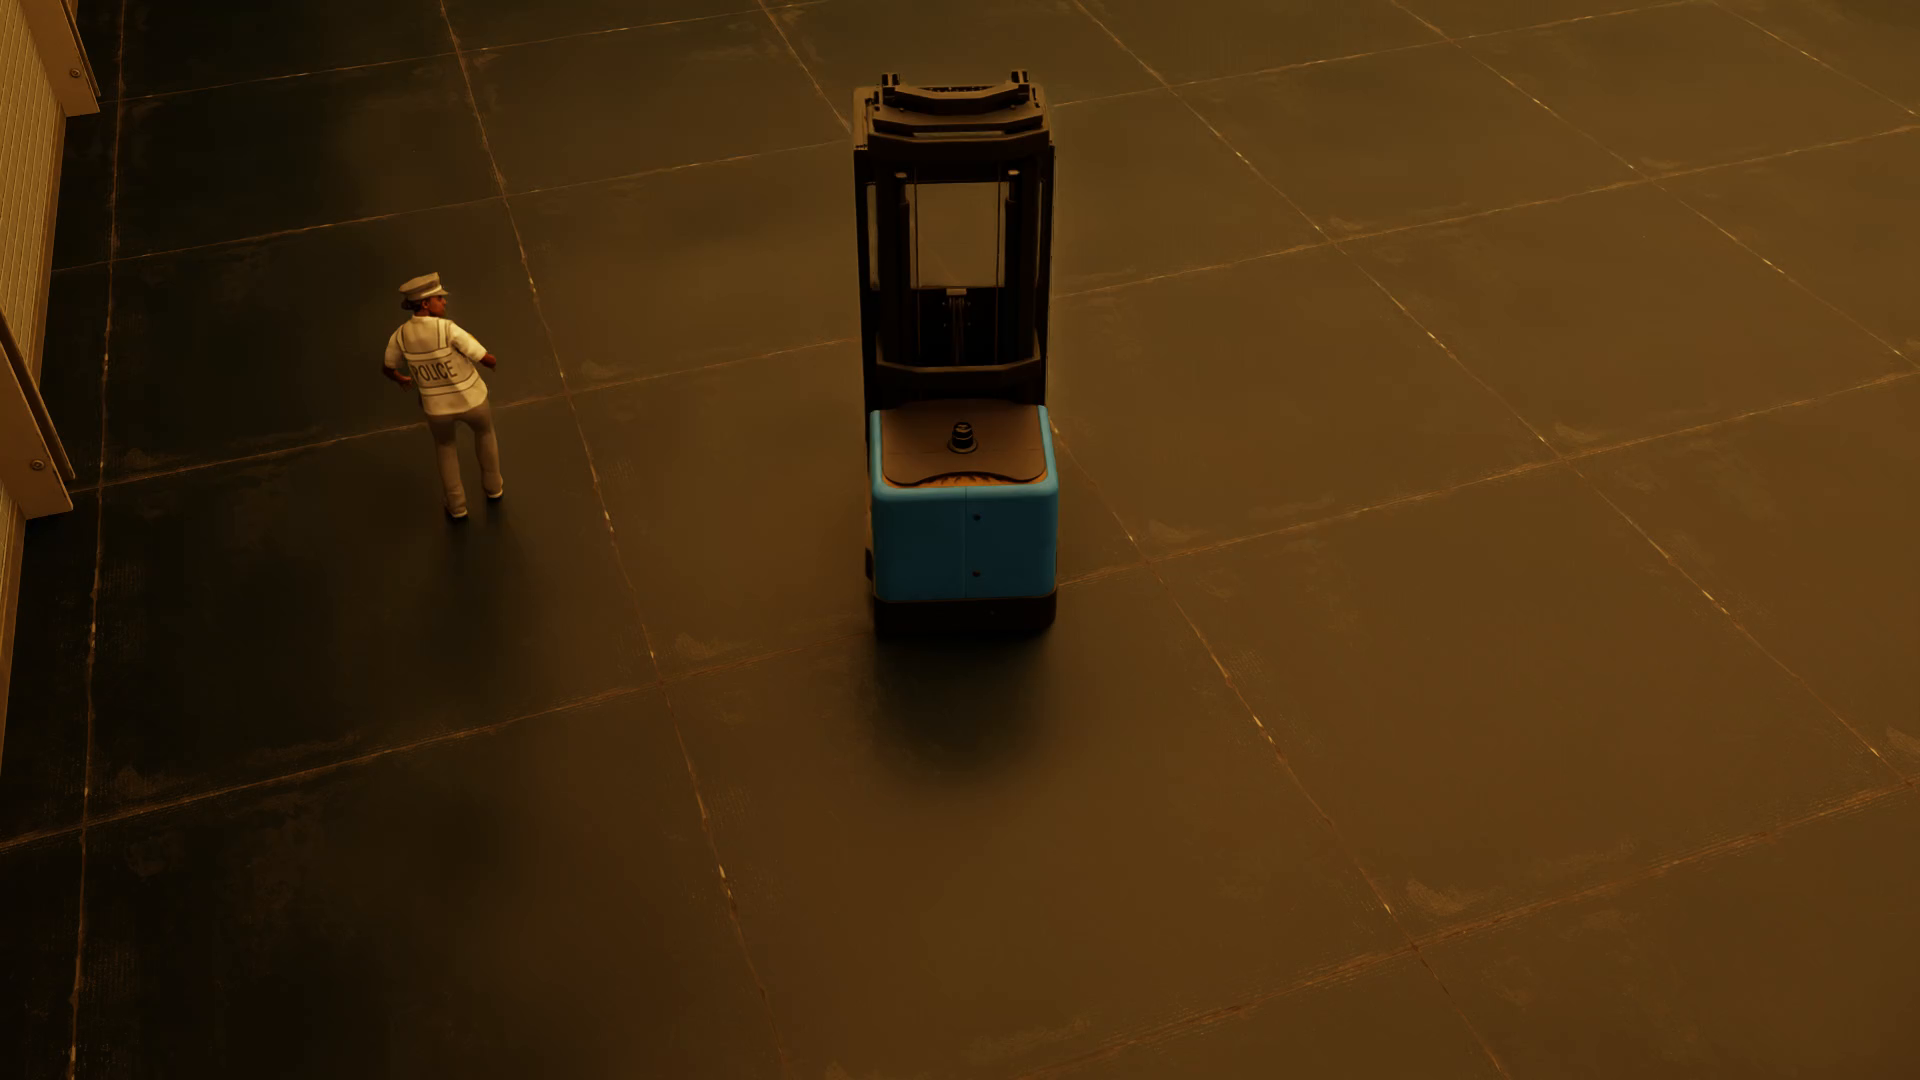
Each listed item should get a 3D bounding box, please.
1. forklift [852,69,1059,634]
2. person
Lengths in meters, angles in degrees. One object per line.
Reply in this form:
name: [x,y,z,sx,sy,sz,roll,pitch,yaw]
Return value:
forklift: [-0.047,-1.518,9.804,1.130,2.935,3.031,-2,40,-2]
person: [-3.103,-0.871,10.074,0.678,1.626,0.494,-4,40,-5]
